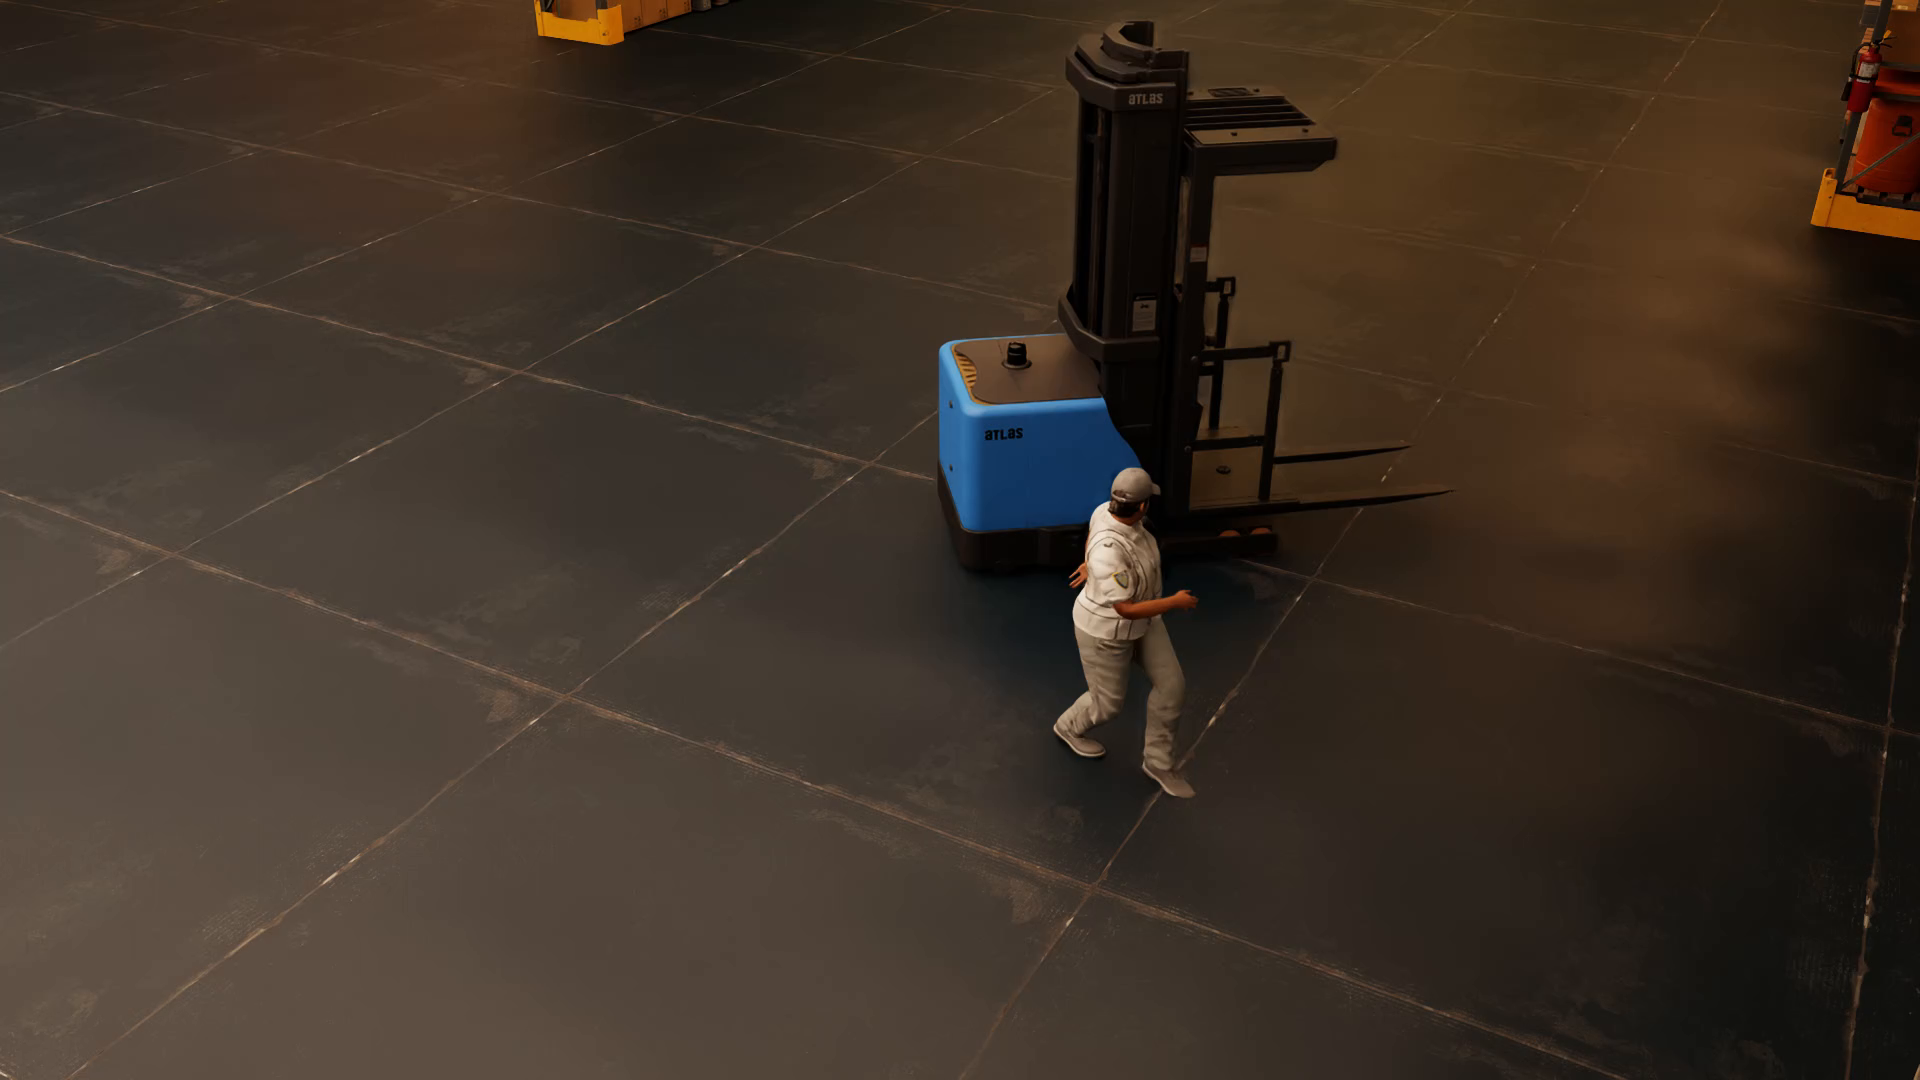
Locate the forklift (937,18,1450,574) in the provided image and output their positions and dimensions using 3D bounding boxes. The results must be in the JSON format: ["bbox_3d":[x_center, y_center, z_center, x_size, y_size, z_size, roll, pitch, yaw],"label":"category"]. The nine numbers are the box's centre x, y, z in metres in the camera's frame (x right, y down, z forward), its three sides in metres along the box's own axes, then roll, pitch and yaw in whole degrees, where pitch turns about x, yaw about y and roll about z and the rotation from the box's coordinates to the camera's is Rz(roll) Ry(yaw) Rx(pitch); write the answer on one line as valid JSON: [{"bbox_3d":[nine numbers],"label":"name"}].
[{"bbox_3d":[1.426,-1.415,9.522,3.031,2.935,1.130,-5,30,-8],"label":"forklift"}]

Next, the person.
[{"bbox_3d":[0.765,0.405,7.750,0.891,1.621,0.514,23,37,34],"label":"person"}]
